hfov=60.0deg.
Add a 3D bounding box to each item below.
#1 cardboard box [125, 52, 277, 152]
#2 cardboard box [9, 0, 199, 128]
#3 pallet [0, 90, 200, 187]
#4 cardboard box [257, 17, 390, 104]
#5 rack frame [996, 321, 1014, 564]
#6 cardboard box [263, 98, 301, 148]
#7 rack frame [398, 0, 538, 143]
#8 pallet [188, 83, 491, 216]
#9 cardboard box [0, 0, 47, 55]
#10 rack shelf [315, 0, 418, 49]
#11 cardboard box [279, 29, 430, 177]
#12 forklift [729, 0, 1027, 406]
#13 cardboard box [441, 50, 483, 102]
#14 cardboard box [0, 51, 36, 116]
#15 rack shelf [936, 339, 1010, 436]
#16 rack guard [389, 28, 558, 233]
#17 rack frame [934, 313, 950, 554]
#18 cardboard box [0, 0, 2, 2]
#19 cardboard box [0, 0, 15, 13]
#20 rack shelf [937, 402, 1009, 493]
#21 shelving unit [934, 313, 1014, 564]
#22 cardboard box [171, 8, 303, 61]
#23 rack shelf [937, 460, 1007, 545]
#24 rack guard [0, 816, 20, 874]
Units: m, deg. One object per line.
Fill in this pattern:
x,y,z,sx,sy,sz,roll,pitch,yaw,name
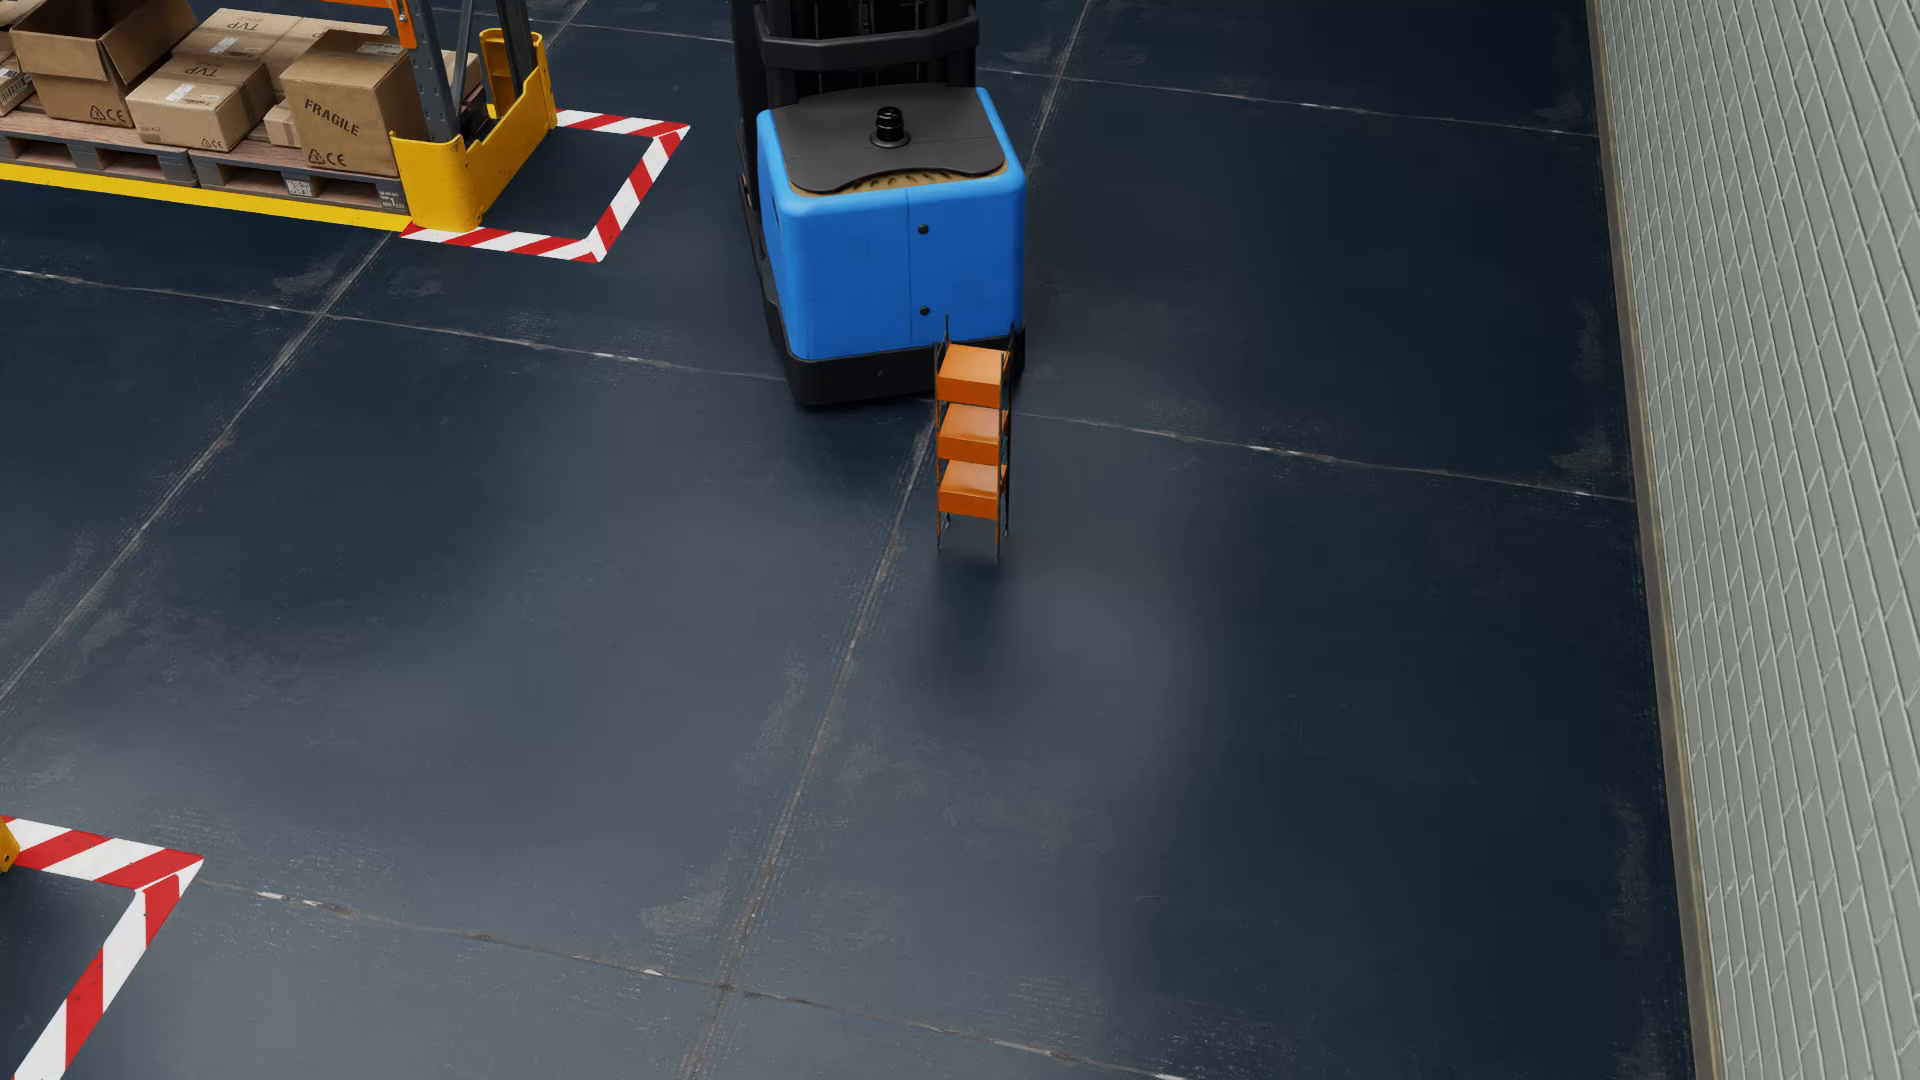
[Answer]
-3.921,-2.272,8.613,0.500,0.250,0.500,9,45,9,cardboard box
-4.485,-2.608,8.780,0.637,0.503,0.797,9,45,9,cardboard box
-4.456,-2.337,9.026,1.213,0.211,1.003,9,45,9,pallet
-3.373,-2.542,8.894,0.500,0.250,0.500,9,45,9,cardboard box
0.171,-0.352,6.358,0.008,1.050,0.200,9,45,9,rack frame
-3.376,-2.200,8.598,0.250,0.166,0.380,9,45,9,cardboard box
-2.416,-3.024,7.729,0.127,3.000,1.000,9,45,9,rack frame
-3.269,-2.151,8.833,1.213,0.211,1.003,9,45,9,pallet
-4.970,-2.812,9.130,0.500,0.311,0.500,9,45,9,cardboard box
-4.368,-3.068,8.293,4.000,0.370,1.077,9,45,9,rack shelf
-3.001,-2.198,8.356,0.500,0.500,0.500,9,45,9,cardboard box
-0.522,-2.678,7.419,1.130,2.935,3.031,-8,45,-9,forklift
-2.750,-2.452,8.873,0.250,0.149,0.380,9,45,9,cardboard box
-5.111,-2.434,8.841,0.250,0.166,0.380,9,45,9,cardboard box
0.052,-0.567,6.188,0.240,0.259,0.215,9,45,9,rack shelf
-2.491,-2.135,8.608,0.348,0.500,1.175,9,45,9,rack guard
-0.067,-0.389,6.397,0.008,1.050,0.200,9,45,9,rack frame
-5.702,-2.994,9.183,0.500,0.500,0.500,9,45,9,cardboard box
-5.323,-2.851,9.287,0.250,0.149,0.380,9,45,9,cardboard box
0.052,-0.363,6.385,0.240,0.259,0.215,9,45,9,rack shelf
0.052,-0.370,6.377,0.252,1.050,0.215,9,45,9,shelving unit
-3.861,-2.618,8.972,0.500,0.250,0.500,9,45,9,cardboard box
0.052,-0.162,6.578,0.240,0.259,0.215,9,45,9,rack shelf
-3.475,1.223,5.119,0.348,0.500,1.175,9,45,9,rack guard
